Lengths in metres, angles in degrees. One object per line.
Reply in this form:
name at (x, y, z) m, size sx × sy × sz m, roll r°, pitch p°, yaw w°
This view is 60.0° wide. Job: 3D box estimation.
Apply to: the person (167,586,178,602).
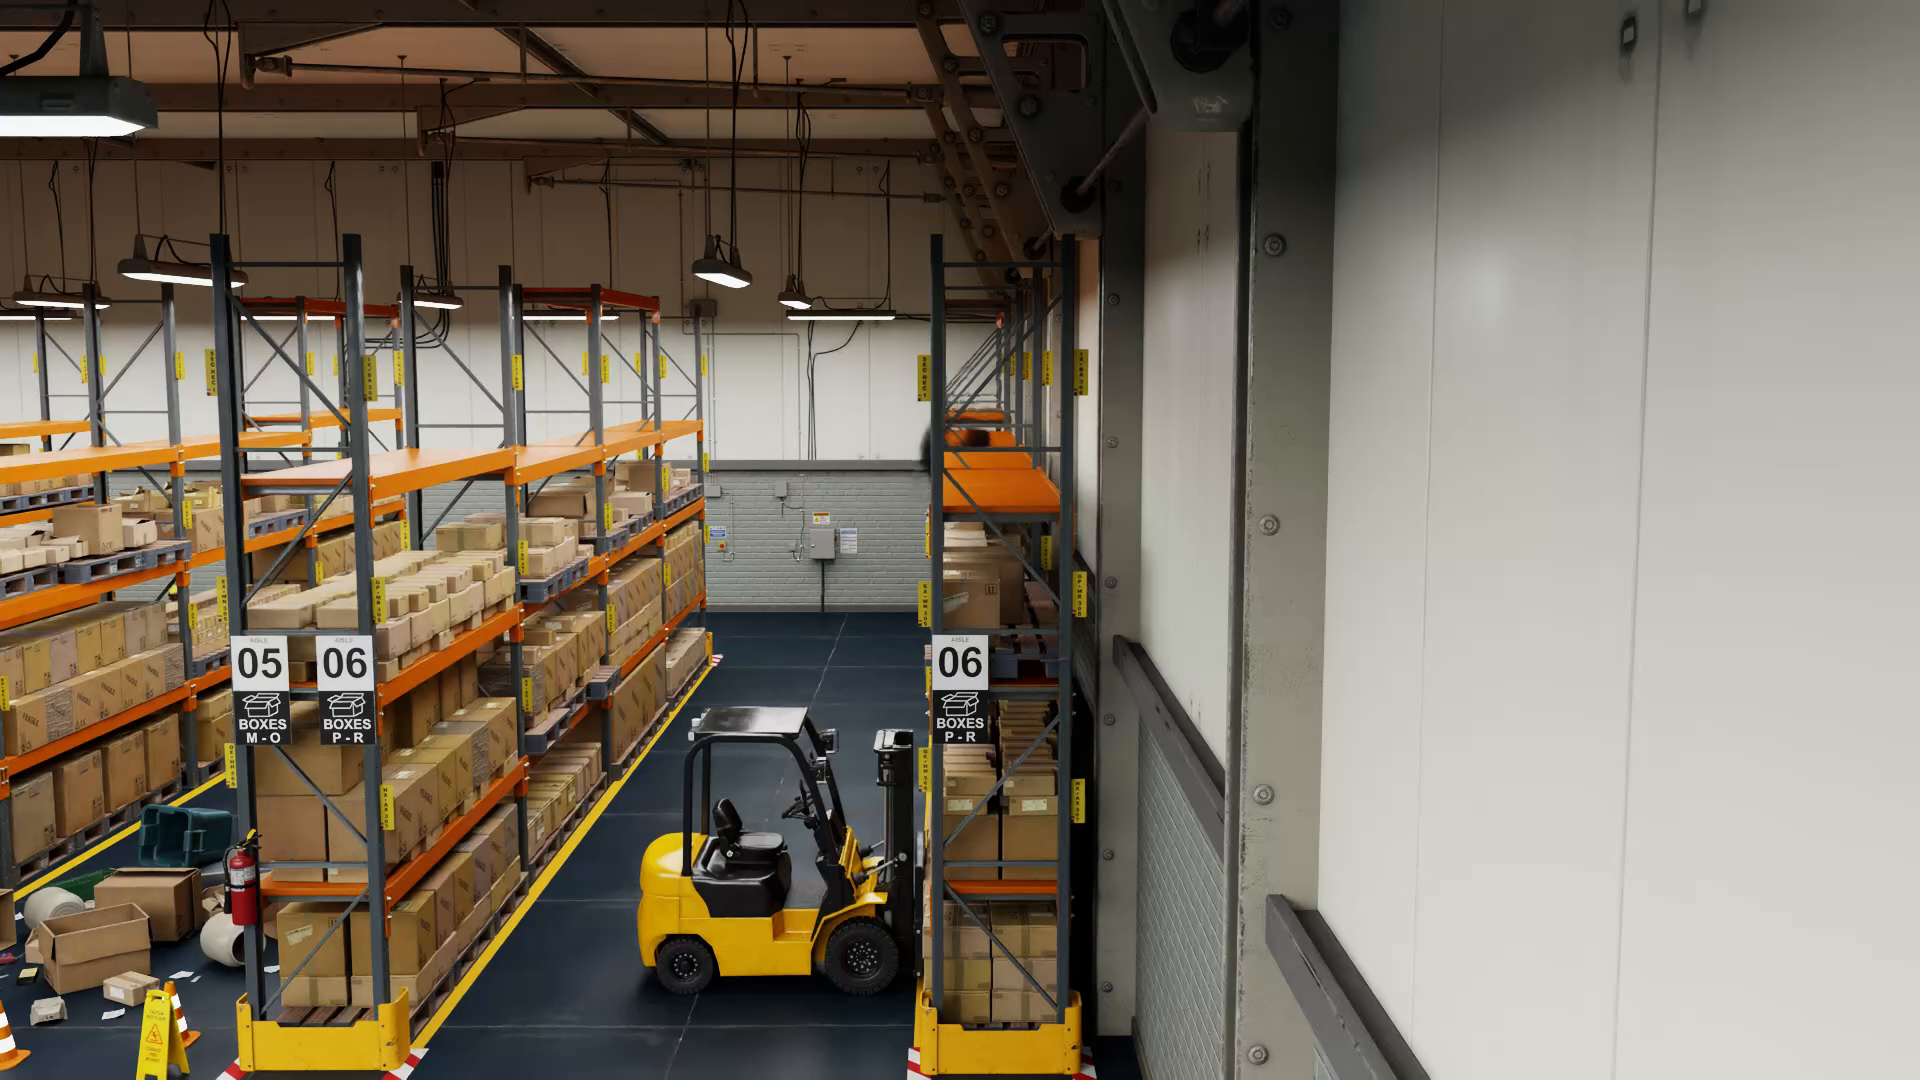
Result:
person at (-11.557, 1.554, 24.555) m, size 0.701 × 1.767 × 0.986 m, roll 0°, pitch 6°, yaw -1°
